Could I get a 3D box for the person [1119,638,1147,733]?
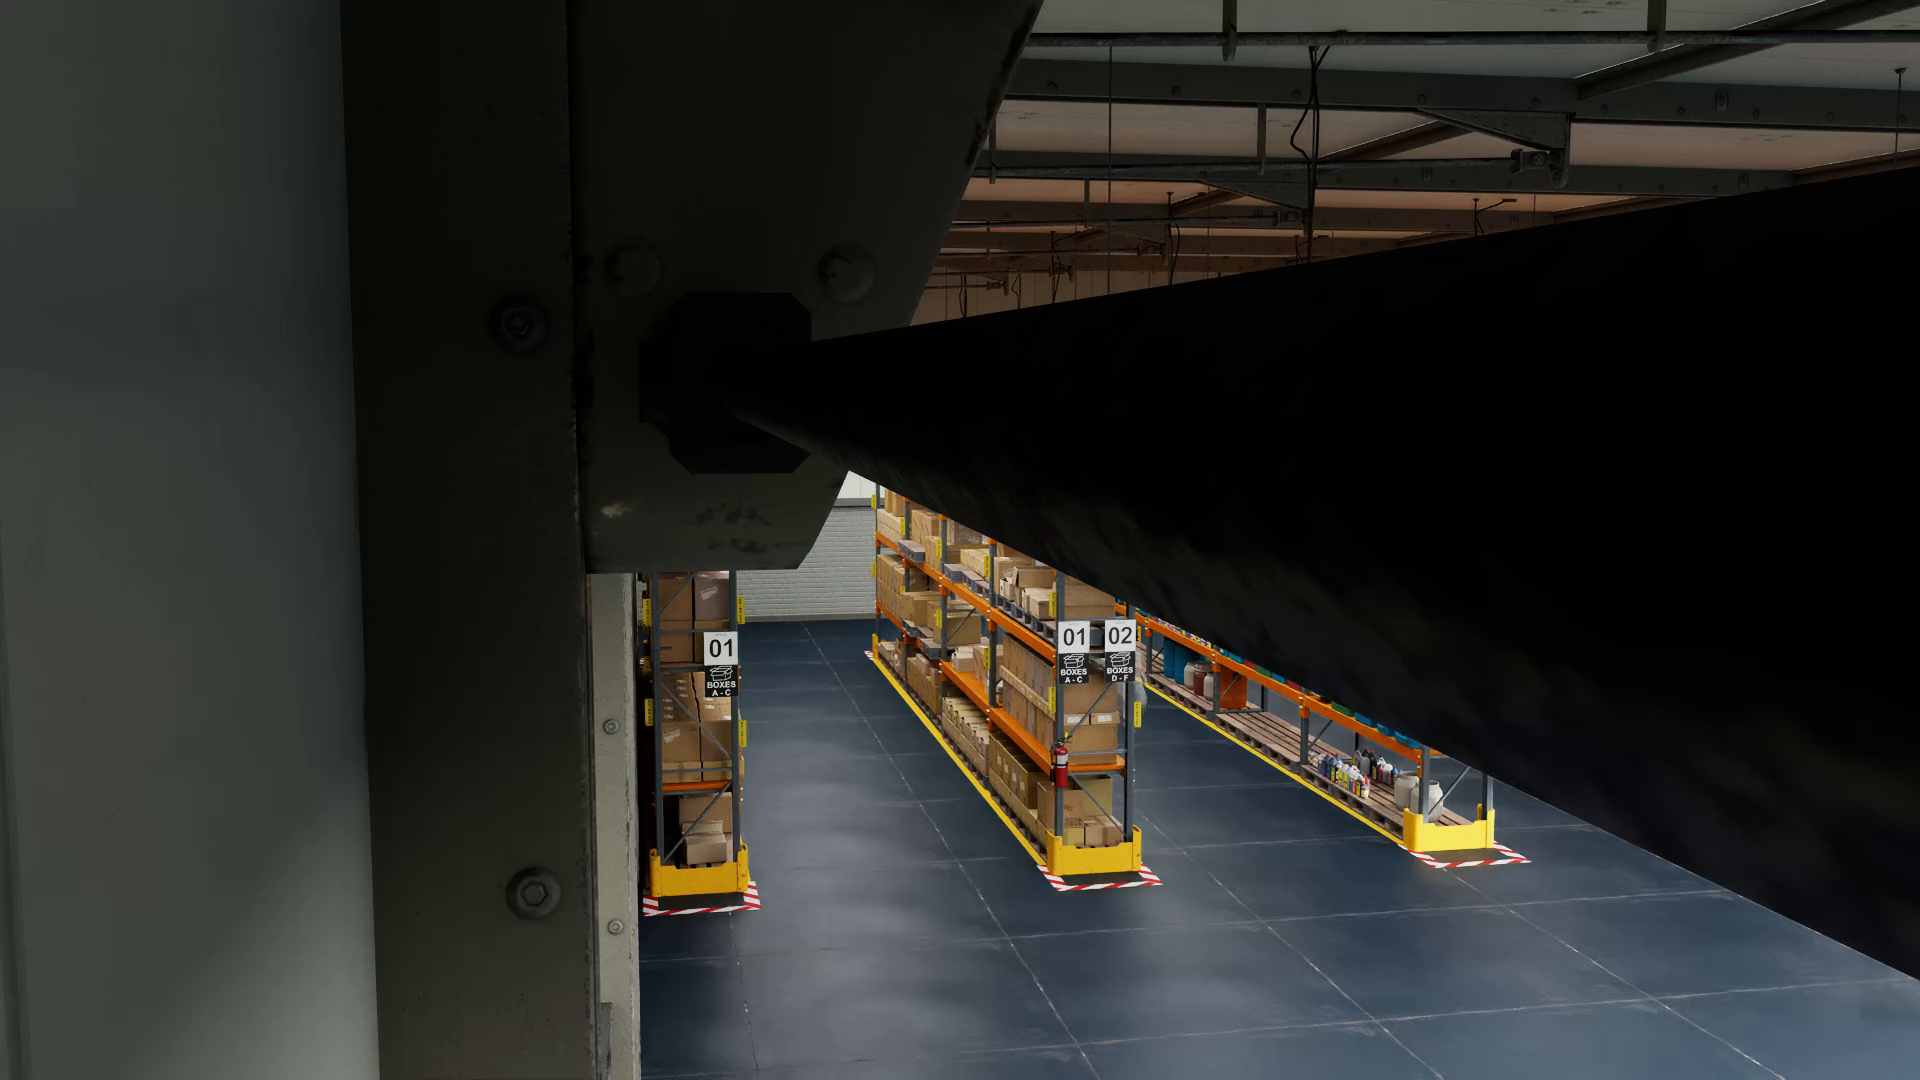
[{"bbox_3d":[2.991,2.500,28.844,0.648,1.740,0.598,-2,6,-22],"label":"person"}]
